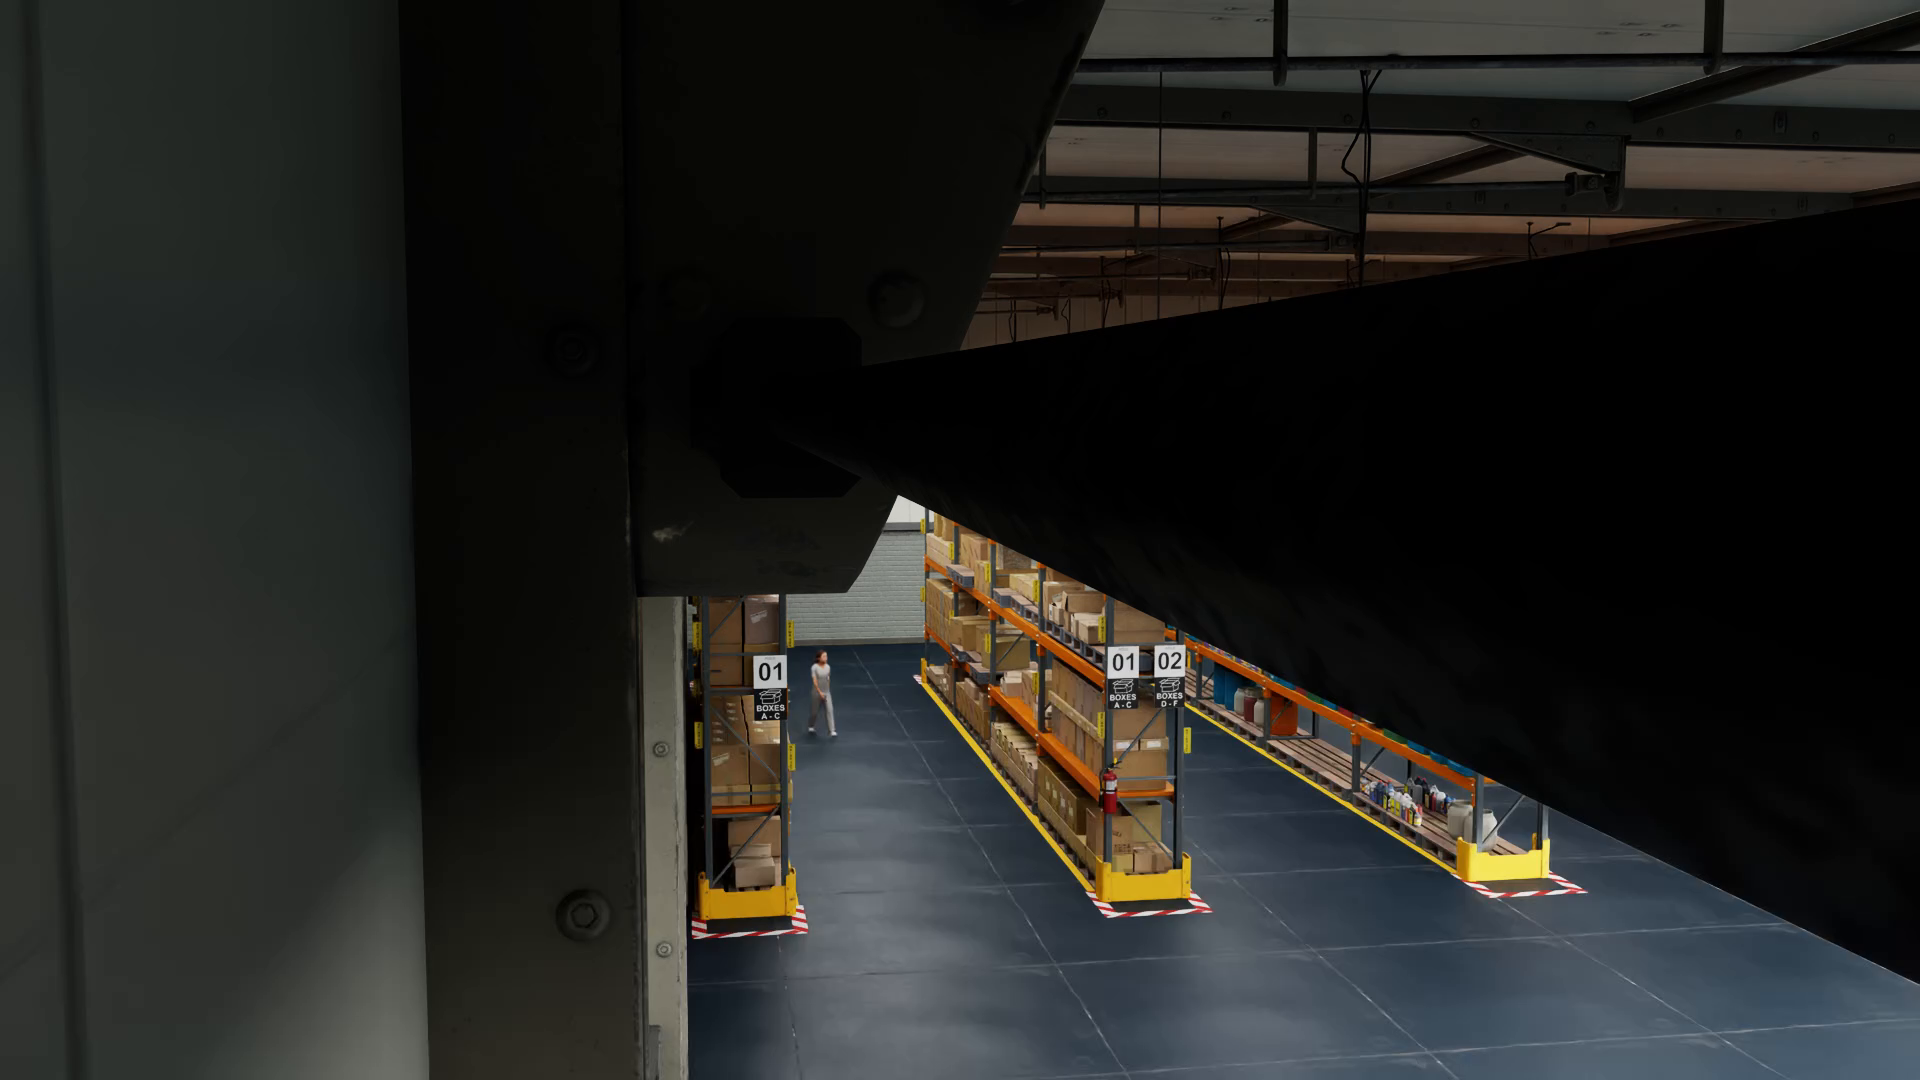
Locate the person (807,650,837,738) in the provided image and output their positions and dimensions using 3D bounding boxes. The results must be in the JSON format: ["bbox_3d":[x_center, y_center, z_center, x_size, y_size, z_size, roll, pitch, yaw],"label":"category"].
[{"bbox_3d":[-2.557,2.811,30.732,0.424,1.572,1.002,-3,6,-28],"label":"person"}]
